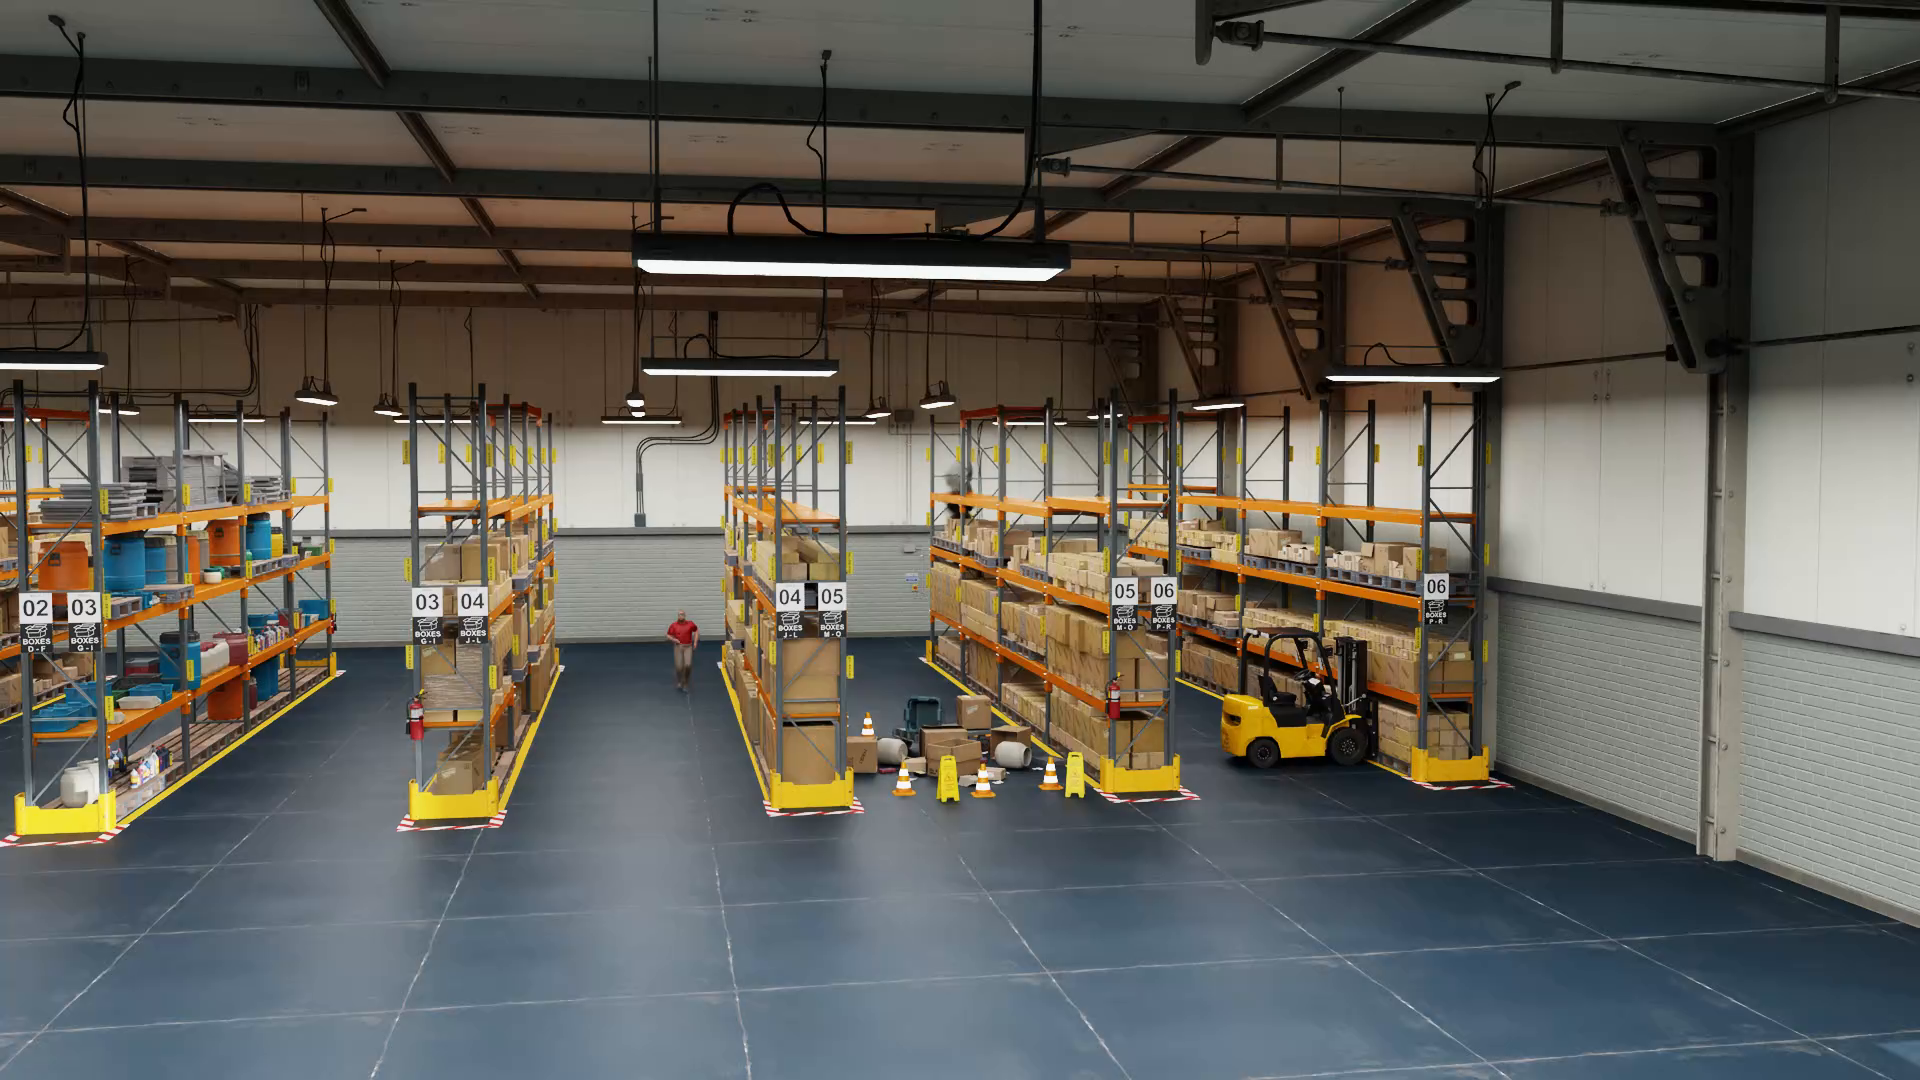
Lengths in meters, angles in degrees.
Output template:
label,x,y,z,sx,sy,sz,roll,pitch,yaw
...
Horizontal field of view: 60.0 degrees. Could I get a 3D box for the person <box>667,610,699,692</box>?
label,x,y,z,sx,sy,sz,roll,pitch,yaw
person,-5.901,2.373,35.401,0.665,1.766,0.723,0,3,-7
